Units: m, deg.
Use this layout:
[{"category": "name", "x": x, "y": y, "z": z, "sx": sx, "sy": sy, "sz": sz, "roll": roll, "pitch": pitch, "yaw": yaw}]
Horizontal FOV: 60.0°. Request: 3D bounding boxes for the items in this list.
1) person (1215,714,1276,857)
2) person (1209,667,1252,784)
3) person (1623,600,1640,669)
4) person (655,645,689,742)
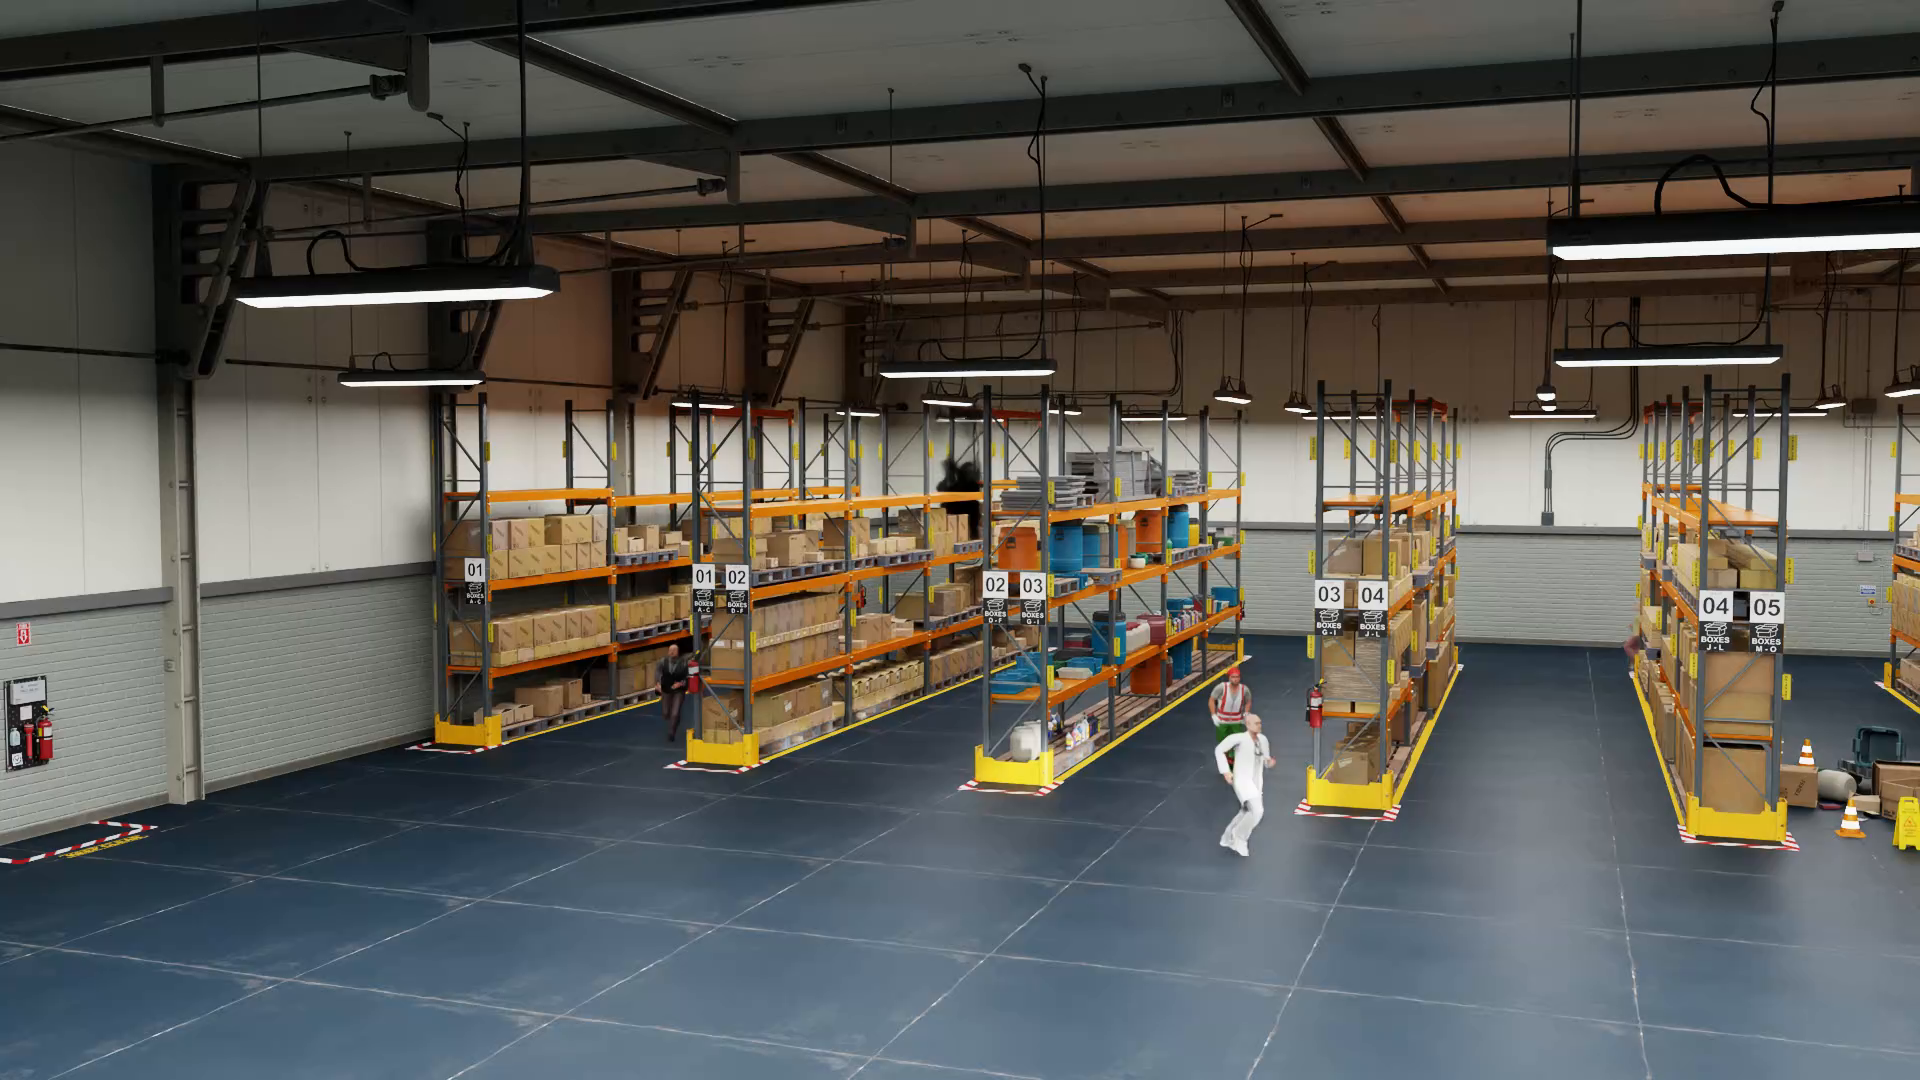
[{"category": "person", "x": 3.556, "y": 3.029, "z": 20.559, "sx": 0.691, "sy": 1.762, "sz": 0.799, "roll": -2, "pitch": 4, "yaw": -39}, {"category": "person", "x": 4.130, "y": 2.794, "z": 25.428, "sx": 0.662, "sy": 1.759, "sz": 0.895, "roll": 0, "pitch": 3, "yaw": 1}, {"category": "person", "x": 15.522, "y": 2.180, "z": 38.116, "sx": 0.577, "sy": 1.648, "sz": 0.595, "roll": 2, "pitch": 4, "yaw": 31}, {"category": "person", "x": -4.979, "y": 2.651, "z": 28.848, "sx": 0.693, "sy": 1.674, "sz": 0.682, "roll": 0, "pitch": 3, "yaw": 6}]
